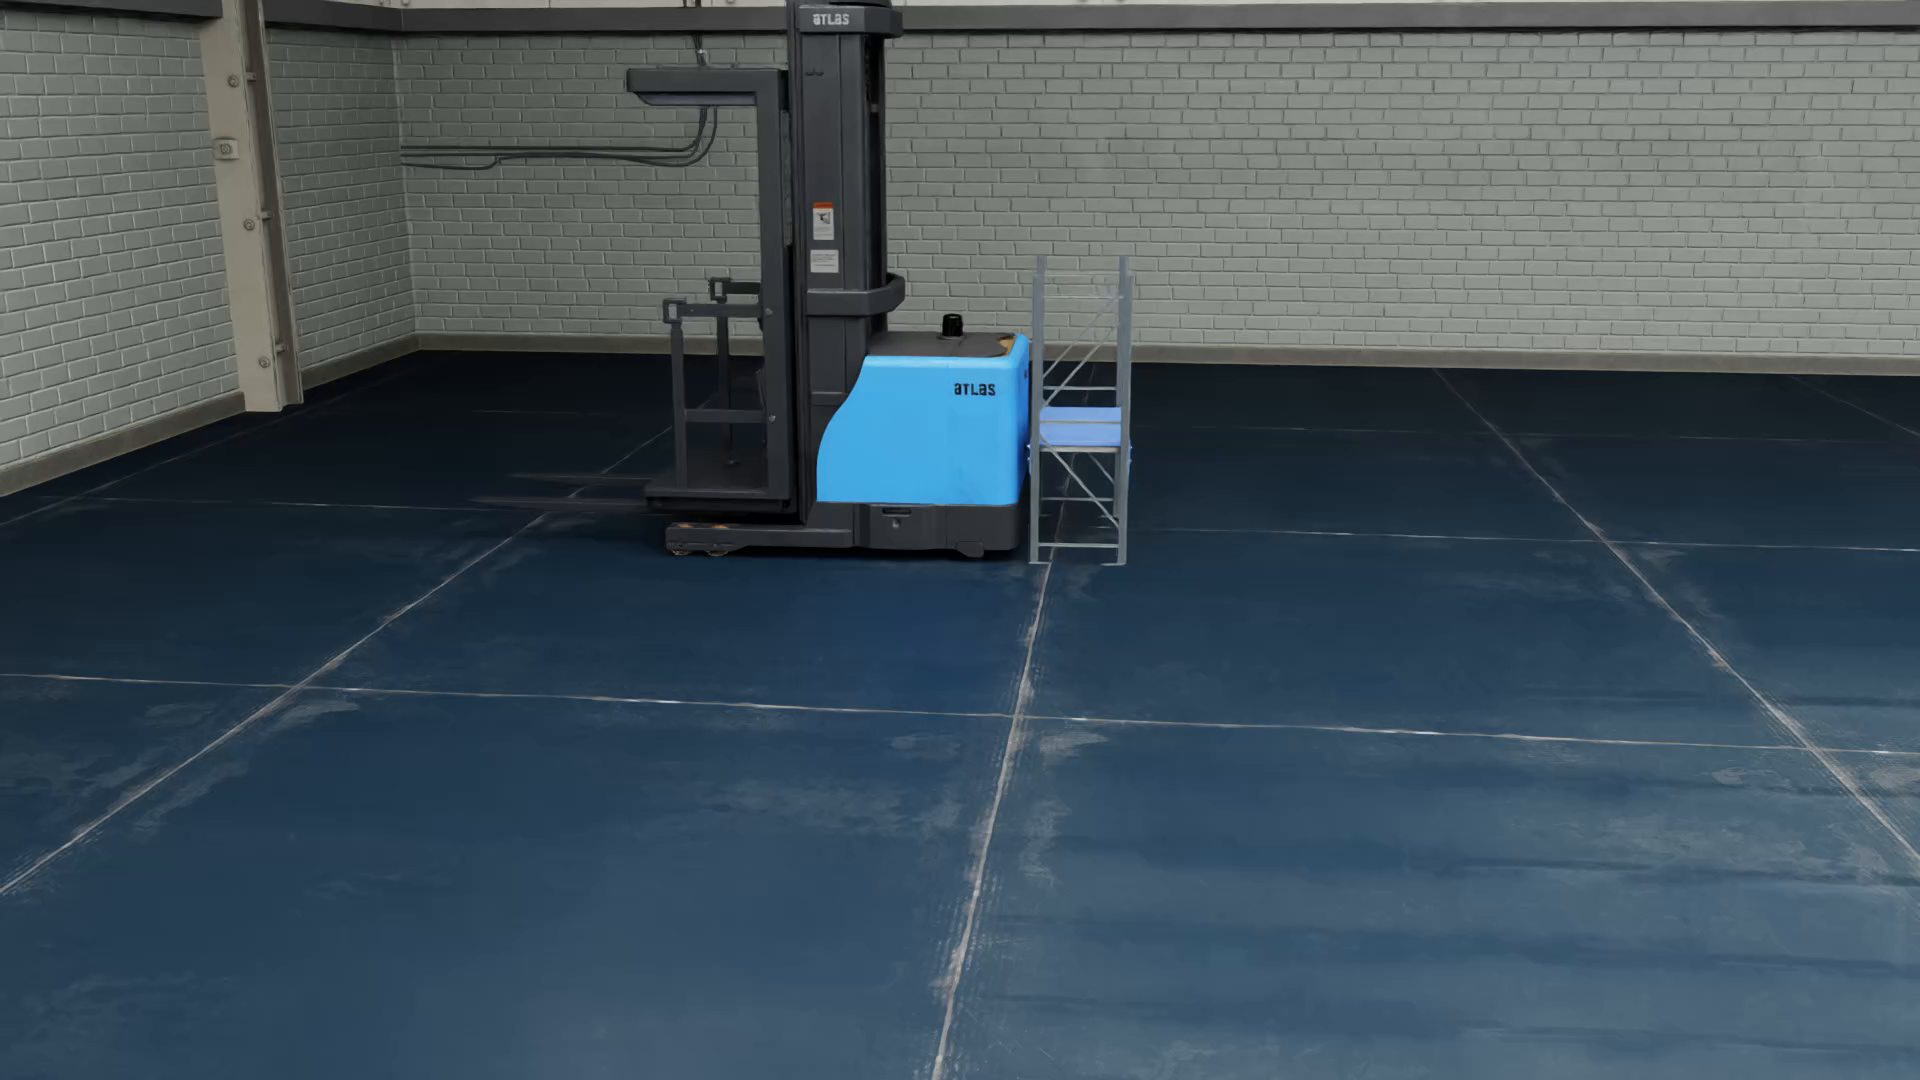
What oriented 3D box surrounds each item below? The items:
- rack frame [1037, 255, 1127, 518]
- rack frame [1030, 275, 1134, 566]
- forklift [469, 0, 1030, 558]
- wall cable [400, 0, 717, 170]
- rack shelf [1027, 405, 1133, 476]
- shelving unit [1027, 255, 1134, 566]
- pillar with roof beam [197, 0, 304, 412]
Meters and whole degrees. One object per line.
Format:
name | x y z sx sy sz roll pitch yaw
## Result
rack frame | 0.681 -0.861 9.474 0.500 1.500 0.032 1 15 4
rack frame | 0.615 -0.596 8.494 0.500 1.500 0.032 1 15 4
forklift | -1.151 -1.463 8.956 3.031 2.935 1.130 1 15 5
wall cable | -3.731 -4.614 14.936 3.097 2.526 0.112 2 15 6
rack shelf | 0.648 -0.555 9.031 0.538 0.185 1.000 1 15 4
shelving unit | 0.648 -0.729 8.984 0.538 1.500 1.048 1 15 4
pillar with roof beam | -1.100 -5.261 11.380 9.100 9.000 0.400 2 15 6
